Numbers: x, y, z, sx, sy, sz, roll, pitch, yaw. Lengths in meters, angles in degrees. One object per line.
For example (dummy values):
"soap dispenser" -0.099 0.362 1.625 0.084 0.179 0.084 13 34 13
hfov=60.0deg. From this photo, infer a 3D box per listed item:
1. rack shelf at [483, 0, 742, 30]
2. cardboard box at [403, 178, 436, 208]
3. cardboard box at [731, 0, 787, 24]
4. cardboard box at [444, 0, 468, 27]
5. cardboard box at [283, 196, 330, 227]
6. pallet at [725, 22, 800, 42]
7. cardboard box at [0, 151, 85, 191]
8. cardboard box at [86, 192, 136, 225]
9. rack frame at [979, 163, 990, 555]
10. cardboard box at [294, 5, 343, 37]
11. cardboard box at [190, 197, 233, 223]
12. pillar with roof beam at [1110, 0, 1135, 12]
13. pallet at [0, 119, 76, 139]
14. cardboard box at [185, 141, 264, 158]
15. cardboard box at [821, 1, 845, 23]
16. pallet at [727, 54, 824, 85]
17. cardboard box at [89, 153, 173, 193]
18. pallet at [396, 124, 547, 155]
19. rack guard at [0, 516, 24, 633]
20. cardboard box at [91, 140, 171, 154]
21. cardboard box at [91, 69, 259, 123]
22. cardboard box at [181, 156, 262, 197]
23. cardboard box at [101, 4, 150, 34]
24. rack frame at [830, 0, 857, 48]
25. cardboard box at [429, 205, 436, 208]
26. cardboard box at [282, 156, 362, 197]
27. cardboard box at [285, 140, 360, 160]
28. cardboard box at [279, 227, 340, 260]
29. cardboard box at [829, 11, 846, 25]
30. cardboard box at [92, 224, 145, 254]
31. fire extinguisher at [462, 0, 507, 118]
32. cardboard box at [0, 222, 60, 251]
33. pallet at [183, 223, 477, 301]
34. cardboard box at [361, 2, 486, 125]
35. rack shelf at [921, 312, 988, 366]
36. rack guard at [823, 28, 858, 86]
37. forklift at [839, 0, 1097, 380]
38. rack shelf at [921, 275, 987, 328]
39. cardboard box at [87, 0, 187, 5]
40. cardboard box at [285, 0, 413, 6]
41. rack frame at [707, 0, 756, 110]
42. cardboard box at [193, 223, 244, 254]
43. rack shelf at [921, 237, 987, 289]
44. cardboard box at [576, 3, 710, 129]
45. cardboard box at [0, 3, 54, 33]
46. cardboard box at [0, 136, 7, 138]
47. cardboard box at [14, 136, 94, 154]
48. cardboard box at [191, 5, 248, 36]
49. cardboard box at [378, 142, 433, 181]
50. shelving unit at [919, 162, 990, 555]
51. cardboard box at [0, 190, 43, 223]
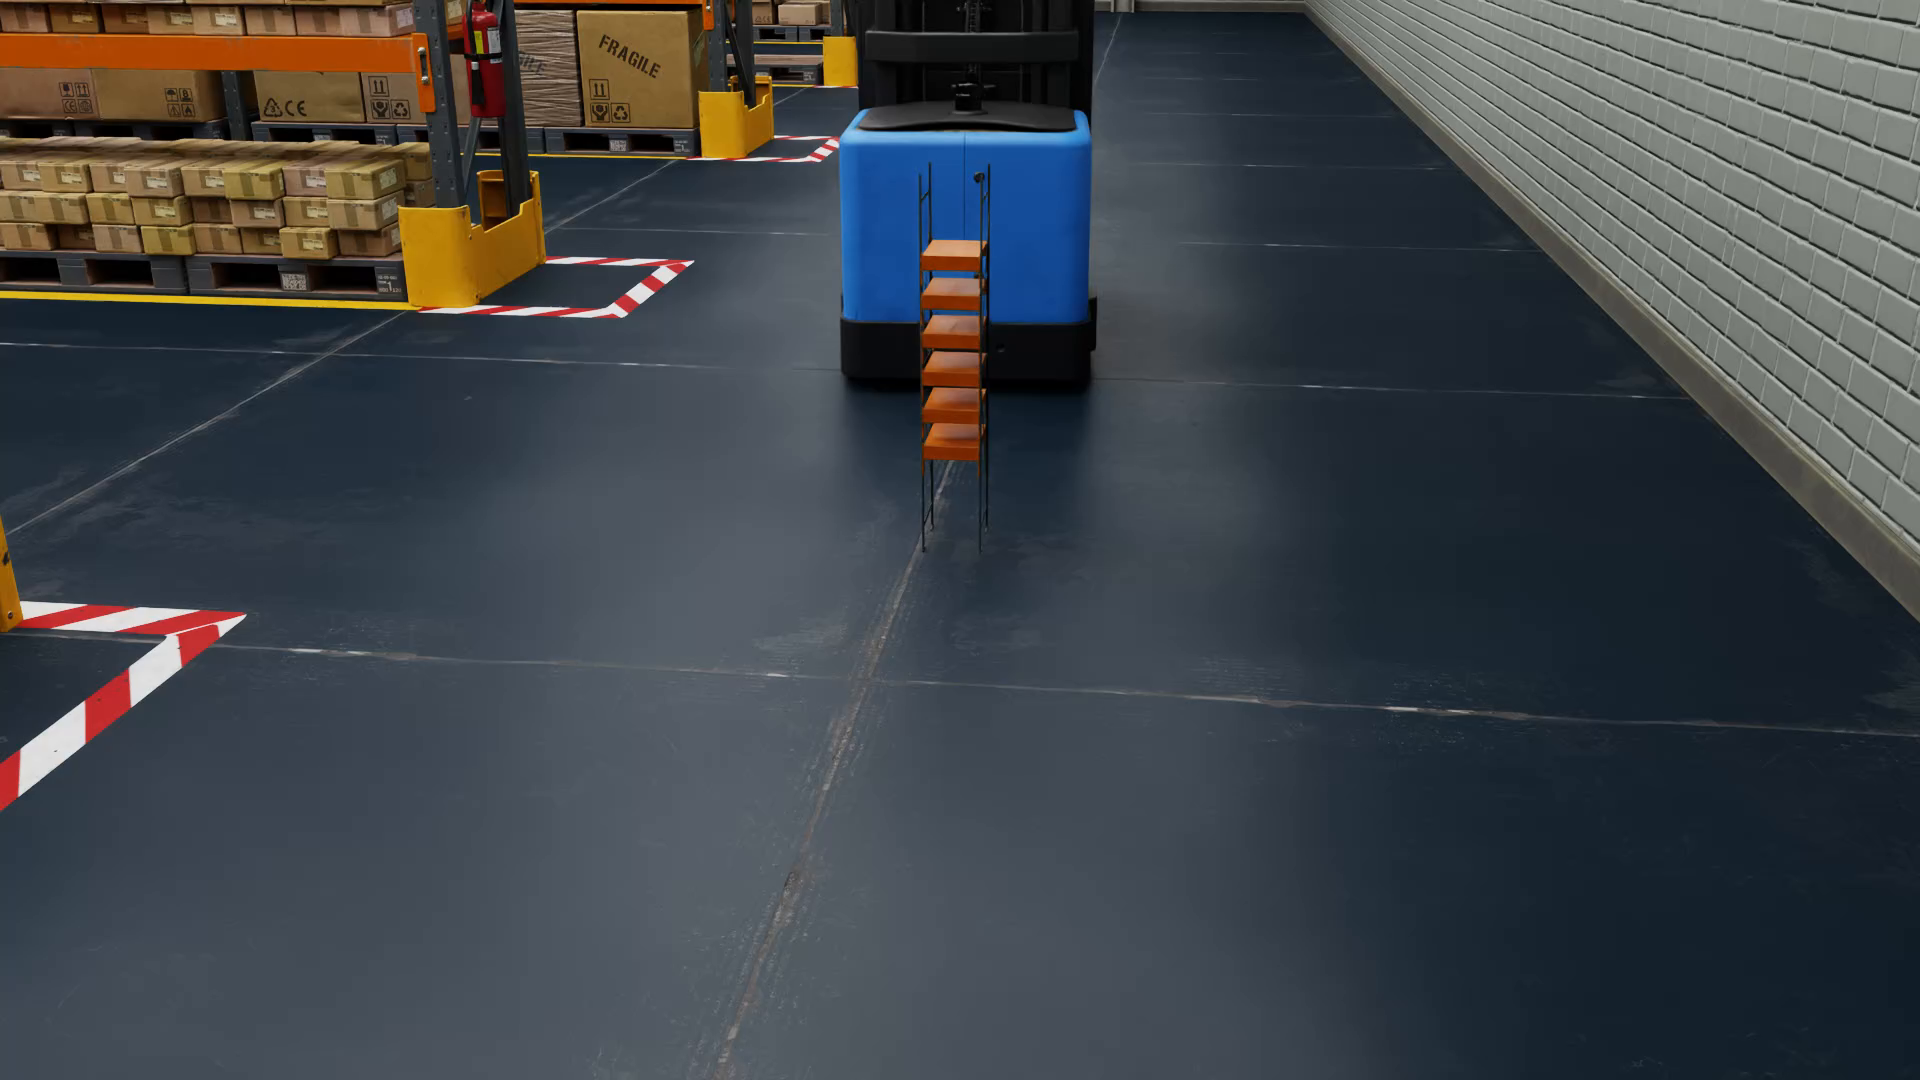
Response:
"rack shelf" -3.804 -4.340 13.317 4.000 0.370 1.077 2 22 6
"cardboard box" -2.992 -1.906 9.083 0.250 0.149 0.380 3 22 9
"cardboard box" -2.754 -7.342 22.729 0.637 0.503 0.797 2 22 6
"cardboard box" -2.785 -2.799 8.780 0.250 0.149 0.380 2 22 6
"cardboard box" -3.313 -1.739 8.661 0.250 0.149 0.380 2 22 5
"pallet" -2.724 -6.999 22.857 1.213 0.211 1.003 2 22 6
"cardboard box" -4.848 -1.958 8.811 0.250 0.149 0.380 2 22 4
"cardboard box" -4.344 -1.766 8.728 0.250 0.149 0.380 4 22 9
"rack frame" 0.076 -0.555 5.211 0.006 1.200 0.240 2 22 6
"cardboard box" -3.101 -2.600 8.279 0.250 0.149 0.380 2 22 6
"cardboard box" -3.831 -1.779 8.762 0.250 0.149 0.380 2 22 6
"pillar with roof beam" 2.207 -11.431 22.113 0.400 9.000 9.100 2 22 6
"pallet" -7.780 -3.522 14.062 1.213 0.211 1.003 2 22 6
"cardboard box" -4.035 -2.096 9.159 0.250 0.149 0.380 3 22 8
"cardboard box" -1.651 -7.280 22.914 0.500 0.250 0.500 2 22 6
"pallet" -2.049 -5.150 18.178 1.213 0.211 1.003 2 22 6
"cardboard box" -4.344 -1.932 8.745 0.250 0.149 0.380 2 22 4
"pallet" -3.829 -3.351 13.629 1.213 0.211 1.003 2 22 6
"rack guard" -2.960 0.193 4.271 0.348 0.500 1.175 2 22 6
"cardboard box" -4.552 -2.100 9.170 0.250 0.149 0.380 3 22 6
"cardboard box" -6.428 -3.989 13.768 0.875 0.875 1.225 3 22 6
"cardboard box" -3.822 -1.889 8.636 0.250 0.149 0.380 2 22 4
"cardboard box" -4.128 -2.664 8.439 0.250 0.149 0.380 2 22 4
"rack frame" -1.235 -6.397 17.540 0.127 3.000 1.000 2 22 6
"cardboard box" -2.984 -1.791 9.196 0.250 0.149 0.380 3 22 7
"cardboard box" -3.300 -1.890 8.638 0.250 0.149 0.380 3 22 7
"cardboard box" -3.505 -2.100 9.170 0.250 0.149 0.380 2 22 6
"cardboard box" -3.316 -1.572 8.643 0.250 0.149 0.380 3 22 8
"cardboard box" -1.609 -7.076 22.513 0.250 0.166 0.380 2 22 6
"cardboard box" -4.345 -1.628 8.785 0.250 0.149 0.380 3 22 7
"fire extinguisher" -2.306 -2.393 8.025 0.183 0.674 0.296 2 22 6
"cardboard box" -4.857 -1.650 8.840 0.250 0.149 0.380 2 22 5
"pallet" -3.380 -1.536 9.039 1.213 0.211 1.003 2 22 6
"cardboard box" -4.250 -3.872 13.472 0.875 0.875 0.875 2 22 6
"rack shelf" -0.014 -0.629 5.193 0.180 0.103 0.258 2 22 6
"rack guard" -1.209 -5.238 18.009 0.348 0.500 1.175 2 22 6
"forklift" 0.081 -2.523 7.834 1.130 2.935 3.031 1 22 2
"rack shelf" -0.014 -0.740 5.149 0.180 0.103 0.258 2 22 6
"cardboard box" -3.994 -2.935 8.242 0.500 0.500 0.500 3 22 6
"cardboard box" -2.978 -2.892 8.134 0.500 0.500 0.500 3 22 7
"rack frame" -1.818 -4.588 12.966 0.127 3.000 1.000 2 22 6
"cardboard box" -3.815 -1.621 8.766 0.250 0.149 0.380 3 22 7
"rack shelf" -0.014 -0.852 5.105 0.180 0.103 0.258 2 22 6
"cardboard box" -2.463 -3.794 13.275 0.875 0.875 0.875 2 22 6
"cardboard box" -4.646 -2.672 8.461 0.250 0.149 0.380 3 22 8
"cardboard box" -5.584 -2.176 9.361 0.250 0.149 0.380 2 22 6
"cardboard box" -5.055 -2.158 9.316 0.250 0.149 0.380 1 22 4
"cardboard box" -3.608 -2.608 8.299 0.250 0.149 0.380 3 22 8
"cardboard box" -2.982 -2.075 9.105 0.250 0.149 0.380 2 22 4
"shelving unit" -0.014 -0.559 5.221 0.189 1.200 0.258 2 22 6
"cardboard box" -4.862 -1.787 8.783 0.250 0.149 0.380 2 22 6
